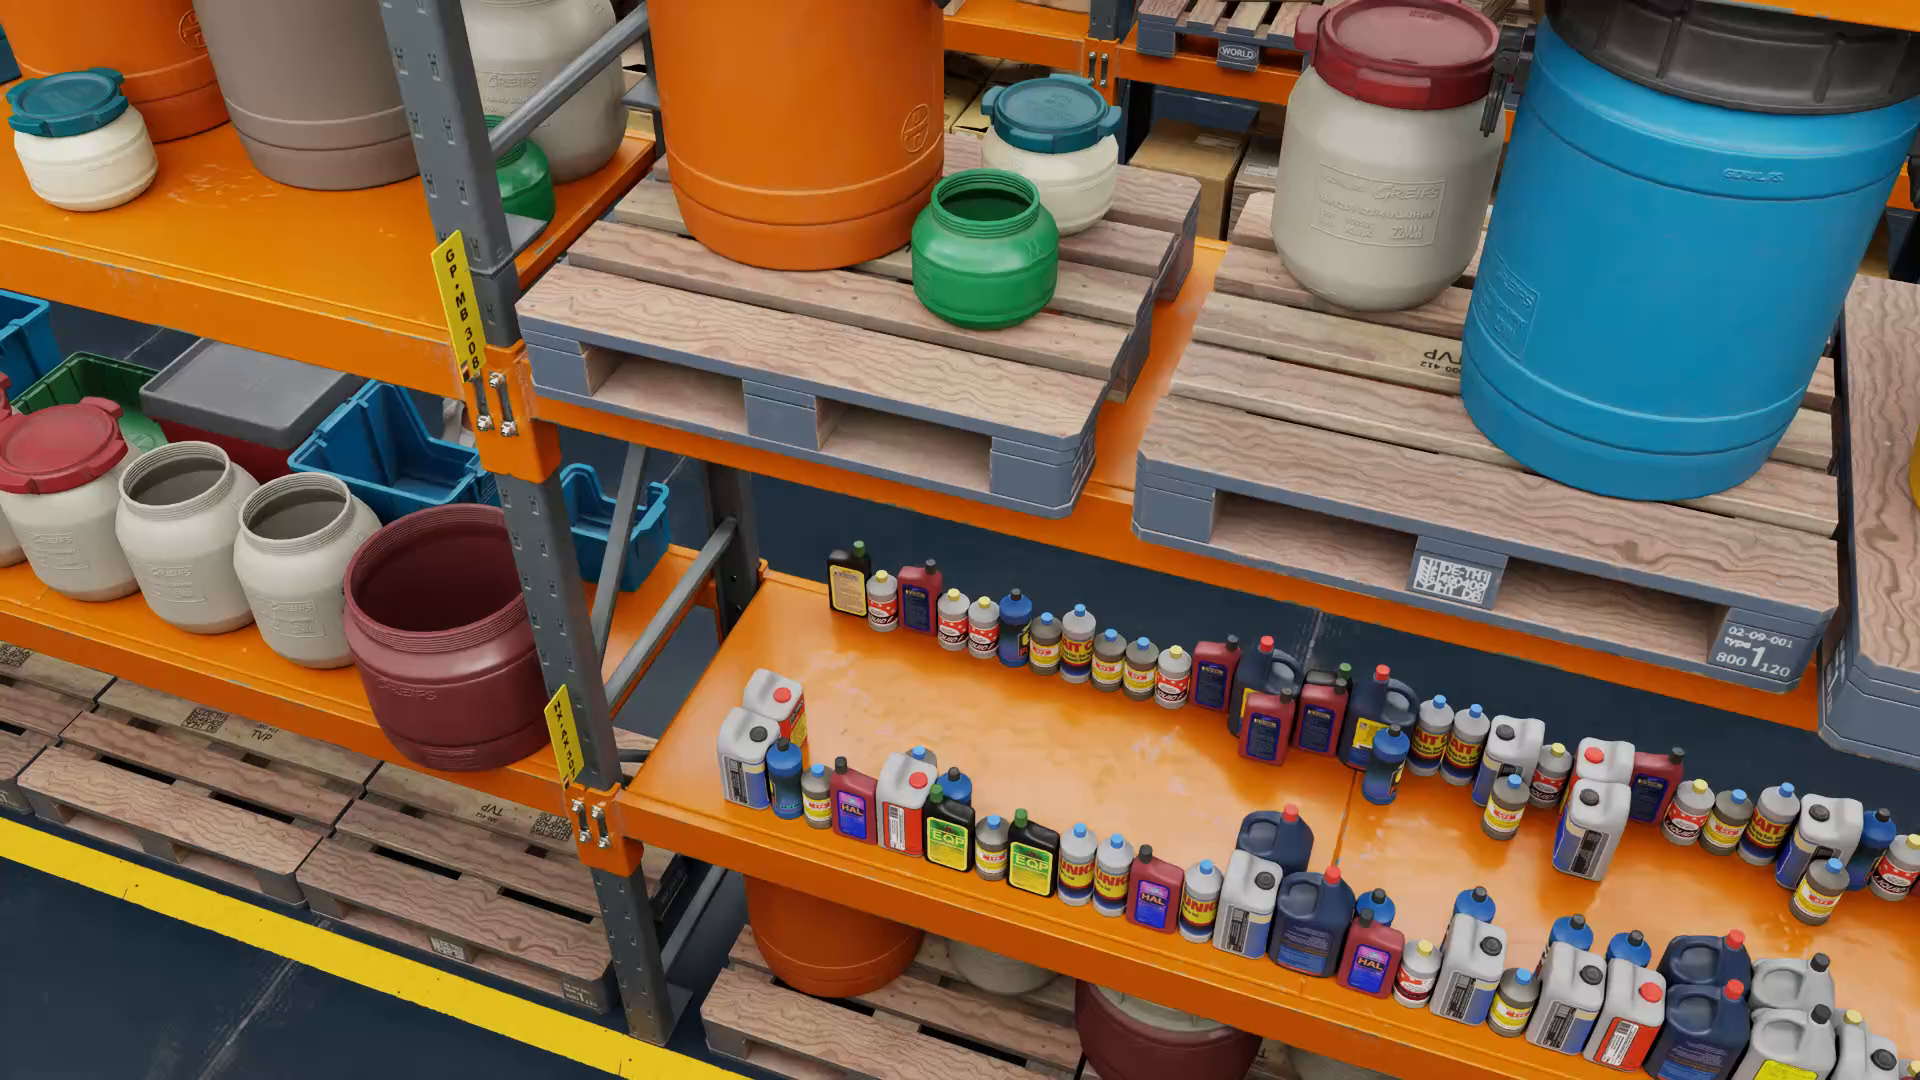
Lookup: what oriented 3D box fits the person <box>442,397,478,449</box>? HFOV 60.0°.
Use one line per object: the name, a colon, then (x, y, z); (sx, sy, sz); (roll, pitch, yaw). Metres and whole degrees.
person: (-1.695, -0.081, 6.260); (0.406, 1.597, 0.313); (15, 44, 16)
